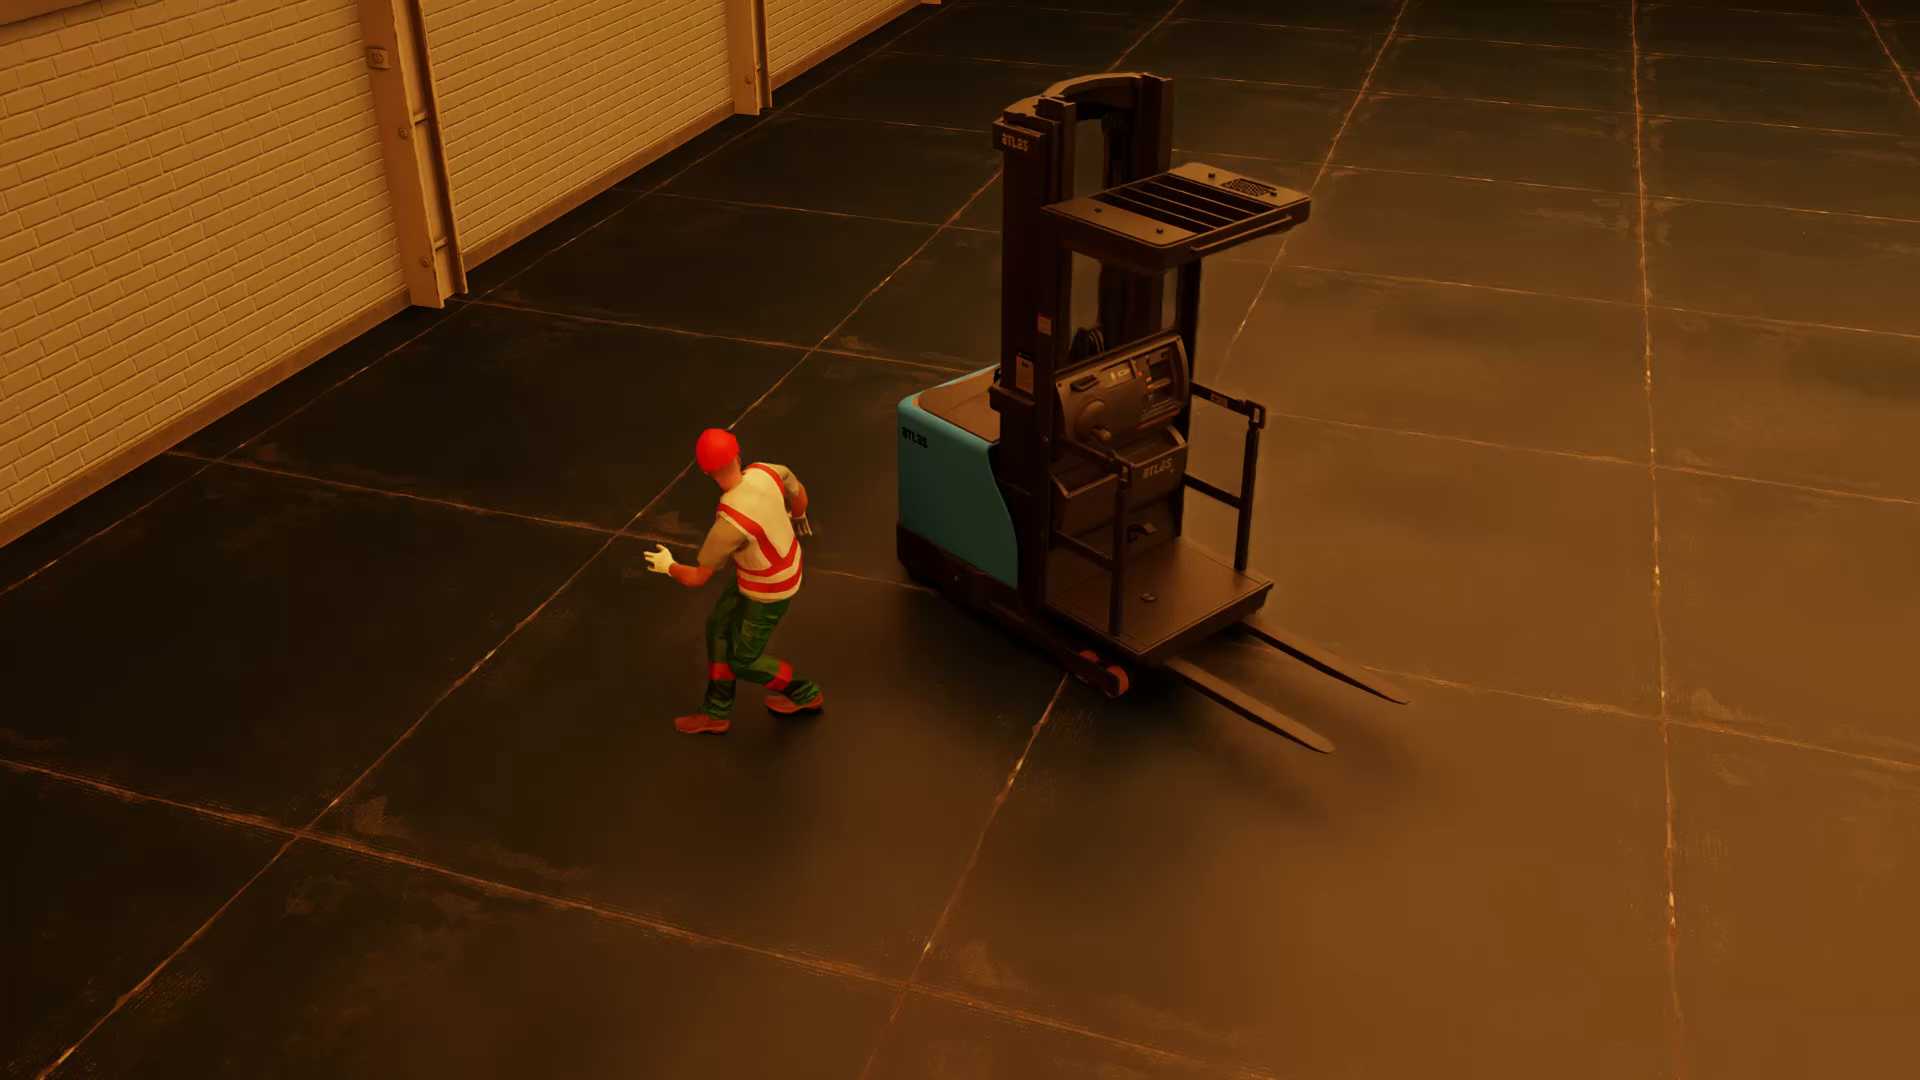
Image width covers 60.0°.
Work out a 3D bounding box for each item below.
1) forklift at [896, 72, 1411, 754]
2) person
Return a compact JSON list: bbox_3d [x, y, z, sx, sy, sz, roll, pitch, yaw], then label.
[{"bbox_3d":[0.985,-0.738,8.431,1.130,2.935,3.031,-24,37,-35],"label":"forklift"},{"bbox_3d":[-1.115,0.149,8.202,0.832,1.650,0.821,1,30,2],"label":"person"}]
